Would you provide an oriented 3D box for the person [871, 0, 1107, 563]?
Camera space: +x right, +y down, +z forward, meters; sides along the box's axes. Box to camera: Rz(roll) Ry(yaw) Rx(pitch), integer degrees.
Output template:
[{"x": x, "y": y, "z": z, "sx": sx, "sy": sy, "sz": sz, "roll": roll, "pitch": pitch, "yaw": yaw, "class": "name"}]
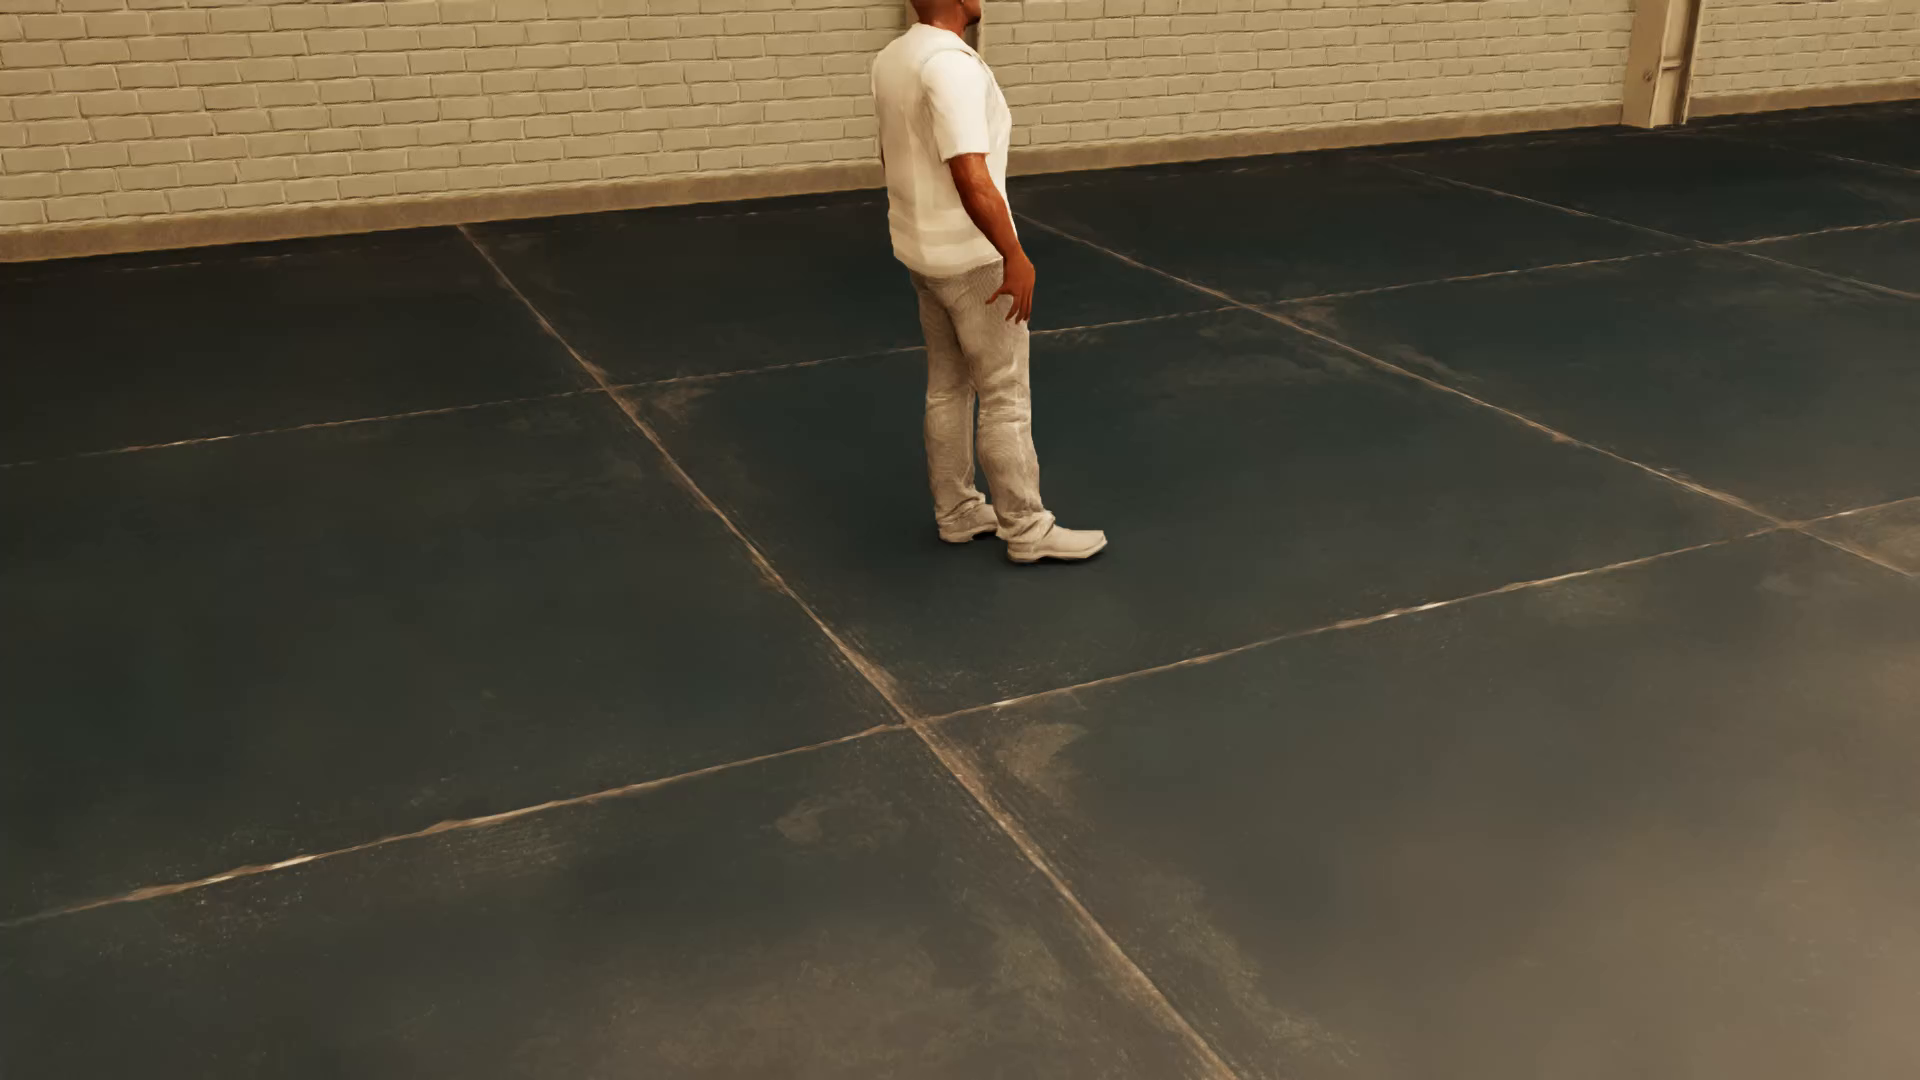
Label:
[{"x": 0.065, "y": -0.832, "z": 4.788, "sx": 0.576, "sy": 1.766, "sz": 0.665, "roll": -10, "pitch": 25, "yaw": -23, "class": "person"}]
